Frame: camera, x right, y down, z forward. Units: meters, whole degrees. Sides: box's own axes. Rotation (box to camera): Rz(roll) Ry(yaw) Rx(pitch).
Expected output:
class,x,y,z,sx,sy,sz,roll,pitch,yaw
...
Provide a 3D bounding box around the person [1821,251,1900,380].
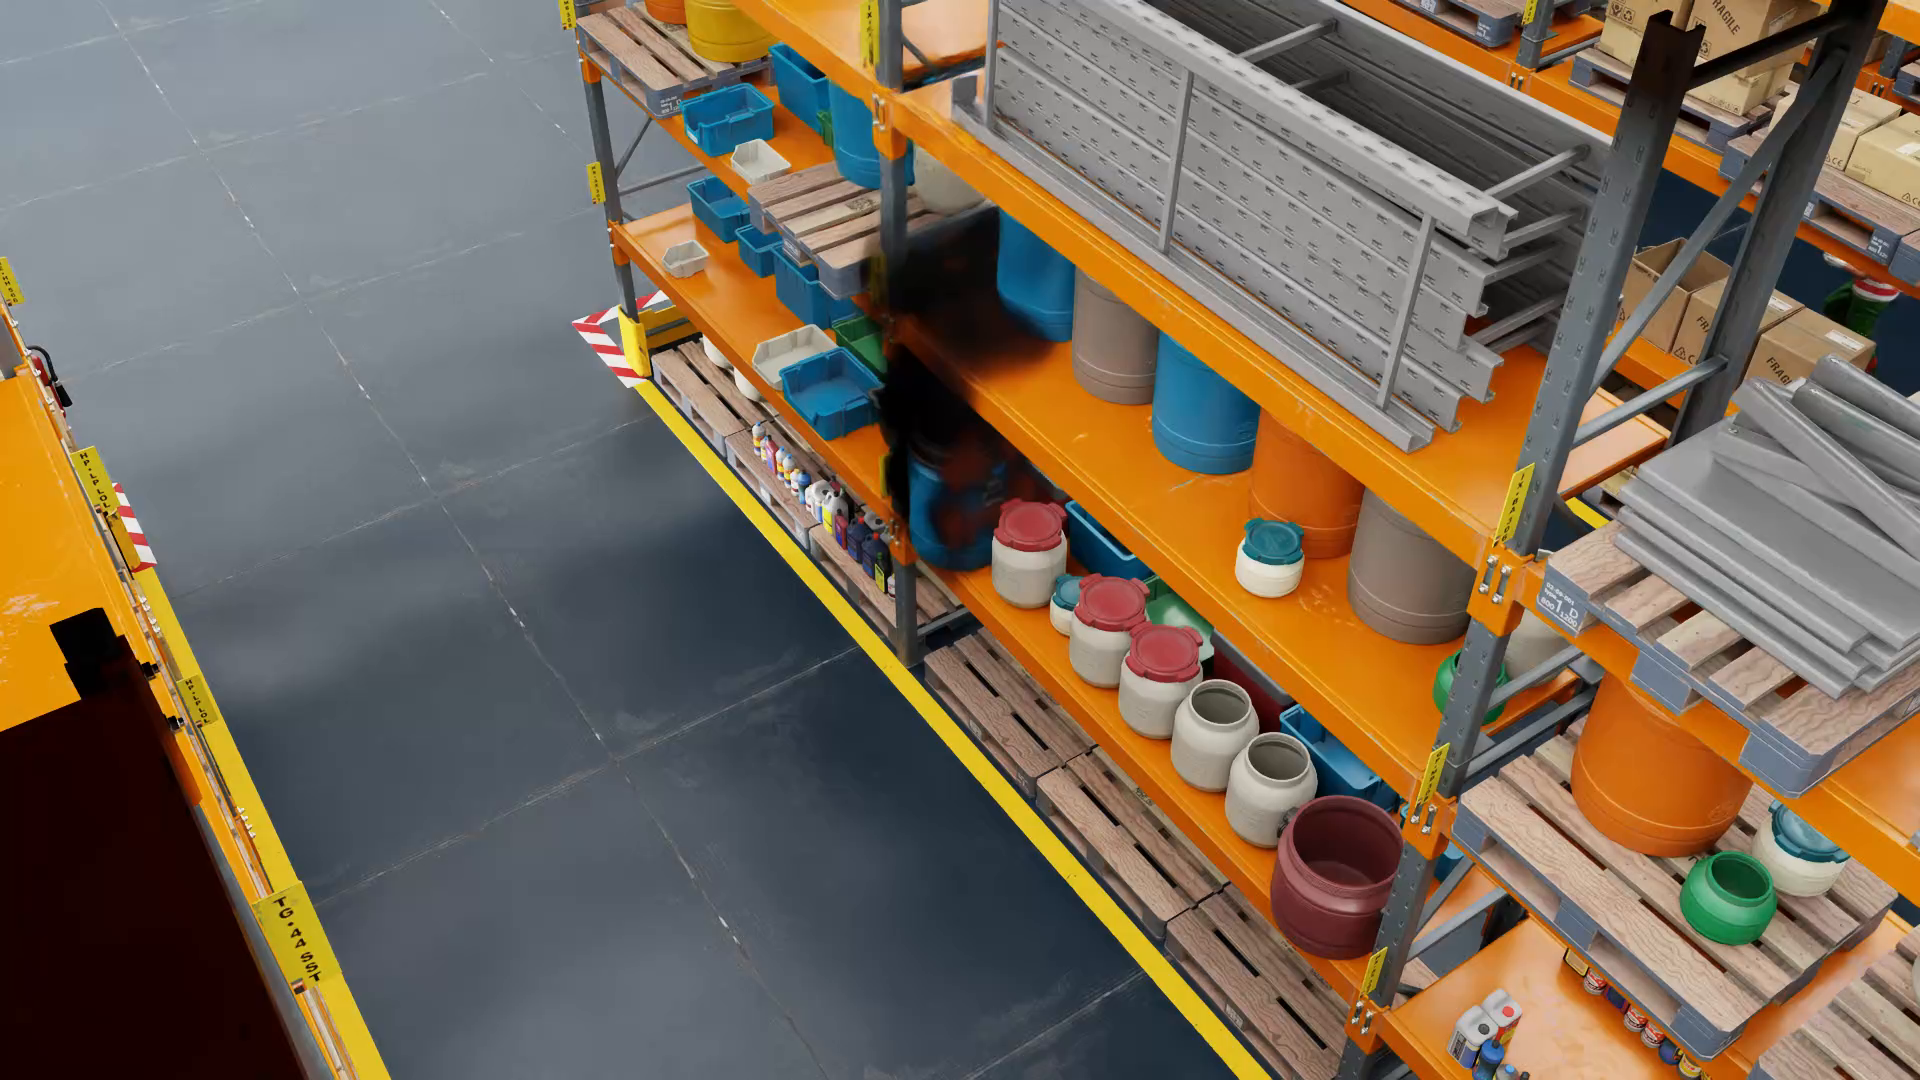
class,x,y,z,sx,sy,sz,roll,pitch,yaw
person,6.851,-1.926,12.535,0.739,1.739,0.654,30,51,29
